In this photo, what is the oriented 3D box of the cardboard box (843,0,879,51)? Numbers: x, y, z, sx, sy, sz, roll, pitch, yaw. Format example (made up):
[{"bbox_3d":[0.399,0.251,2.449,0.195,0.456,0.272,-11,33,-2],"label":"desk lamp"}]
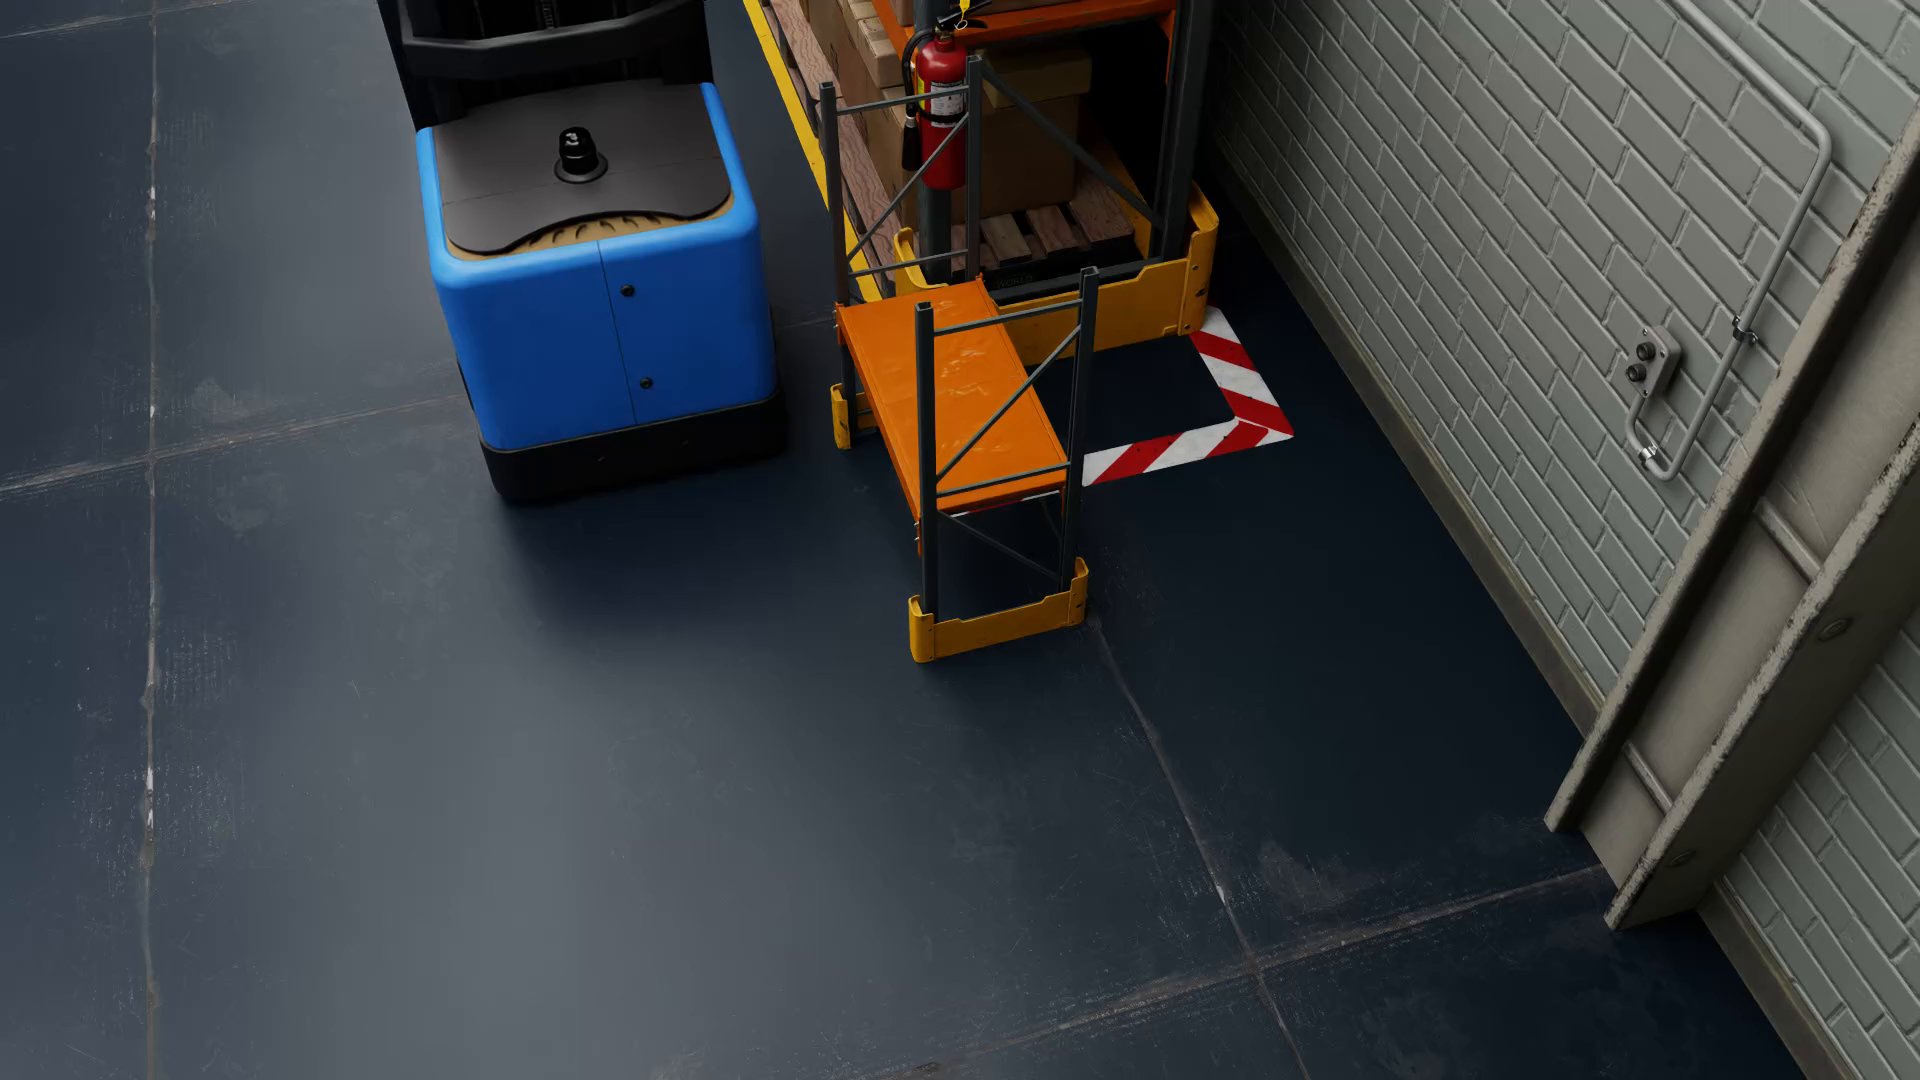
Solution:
[{"bbox_3d":[-0.244,-2.059,6.460,0.380,0.149,0.250,-12,51,-10],"label":"cardboard box"}]

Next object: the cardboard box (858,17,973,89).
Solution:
[{"bbox_3d":[-0.168,-1.872,6.302,0.380,0.149,0.250,-14,51,-11],"label":"cardboard box"}]

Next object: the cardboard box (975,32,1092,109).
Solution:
[{"bbox_3d":[0.272,-1.773,6.219,0.380,0.149,0.250,-13,51,-11],"label":"cardboard box"}]

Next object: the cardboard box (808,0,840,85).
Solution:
[{"bbox_3d":[-0.253,-2.343,7.124,0.700,0.500,0.500,-15,51,-12],"label":"cardboard box"}]

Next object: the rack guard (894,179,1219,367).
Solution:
[{"bbox_3d":[0.354,-0.969,6.240,1.175,0.500,0.348,-13,51,-11],"label":"rack guard"}]

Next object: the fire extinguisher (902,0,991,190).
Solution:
[{"bbox_3d":[-0.050,-1.432,5.290,0.296,0.674,0.183,-13,51,-11],"label":"fire extinguisher"}]

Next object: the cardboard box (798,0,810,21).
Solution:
[{"bbox_3d":[-0.418,-2.731,7.450,0.700,0.500,0.500,-12,51,-10],"label":"cardboard box"}]

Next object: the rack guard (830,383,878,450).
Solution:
[{"bbox_3d":[-0.170,-0.500,6.008,0.587,0.250,0.087,-13,51,-11],"label":"rack guard"}]

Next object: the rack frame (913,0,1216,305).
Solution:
[{"bbox_3d":[0.347,-1.792,5.299,1.000,3.000,0.127,-13,51,-11],"label":"rack frame"}]

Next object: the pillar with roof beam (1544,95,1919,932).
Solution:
[{"bbox_3d":[-2.141,-0.976,0.687,9.100,9.000,0.400,-13,51,-11],"label":"pillar with roof beam"}]

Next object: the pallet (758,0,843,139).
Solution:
[{"bbox_3d":[-0.322,-2.349,7.592,1.003,0.211,1.213,-13,51,-11],"label":"pallet"}]

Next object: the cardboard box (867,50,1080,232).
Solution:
[{"bbox_3d":[0.044,-1.610,6.506,0.700,0.500,0.500,-13,51,-11],"label":"cardboard box"}]

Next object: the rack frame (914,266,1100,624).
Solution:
[{"bbox_3d":[0.125,-0.174,4.916,0.500,1.500,0.032,-13,51,-11],"label":"rack frame"}]

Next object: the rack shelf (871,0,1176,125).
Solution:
[{"bbox_3d":[-0.245,-3.021,6.805,1.077,0.370,4.000,-13,51,-11],"label":"rack shelf"}]

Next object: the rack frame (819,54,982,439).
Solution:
[{"bbox_3d":[-0.176,-0.917,5.542,0.500,1.500,0.032,-13,51,-11],"label":"rack frame"}]

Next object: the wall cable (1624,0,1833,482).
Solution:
[{"bbox_3d":[1.629,-1.398,4.302,0.084,1.984,1.851,-13,51,-11],"label":"wall cable"}]

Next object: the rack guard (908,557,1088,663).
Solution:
[{"bbox_3d":[0.125,0.227,5.395,0.587,0.250,0.087,-13,51,-11],"label":"rack guard"}]

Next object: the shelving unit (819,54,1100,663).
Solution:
[{"bbox_3d":[-0.023,-0.539,5.223,0.587,1.500,1.083,-13,51,-11],"label":"shelving unit"}]

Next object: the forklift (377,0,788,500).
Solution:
[{"bbox_3d":[-1.513,-2.241,5.722,1.130,2.935,3.031,-12,51,-10],"label":"forklift"}]

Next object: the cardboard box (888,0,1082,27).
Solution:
[{"bbox_3d":[0.186,-2.259,5.496,0.980,0.700,0.700,-11,51,-9],"label":"cardboard box"}]

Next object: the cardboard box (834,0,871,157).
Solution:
[{"bbox_3d":[-0.104,-1.976,6.814,0.700,0.500,0.500,-13,51,-11],"label":"cardboard box"}]

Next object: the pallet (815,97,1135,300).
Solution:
[{"bbox_3d":[0.035,-1.460,6.842,1.003,0.211,1.213,-13,51,-11],"label":"pallet"}]

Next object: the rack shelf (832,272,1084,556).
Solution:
[{"bbox_3d":[-0.025,-0.430,5.367,0.538,0.185,1.000,-13,51,-11],"label":"rack shelf"}]
